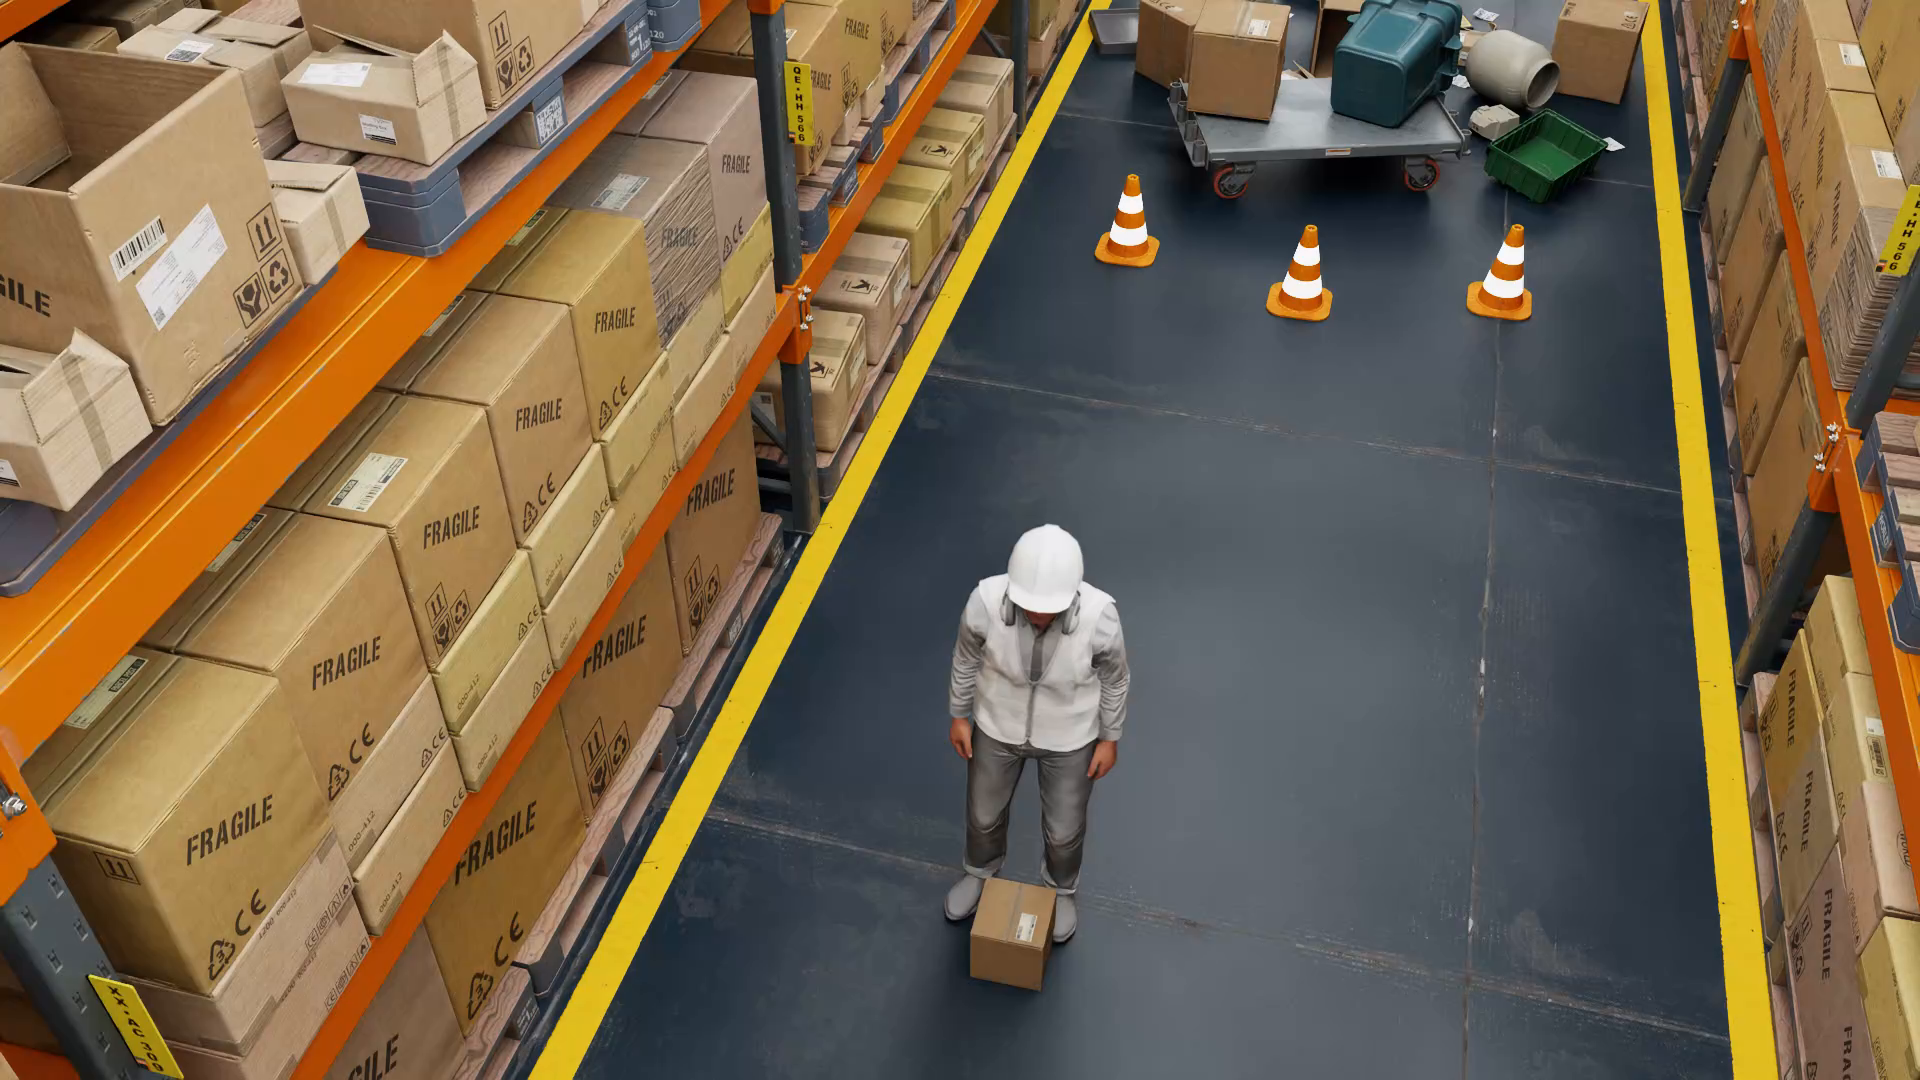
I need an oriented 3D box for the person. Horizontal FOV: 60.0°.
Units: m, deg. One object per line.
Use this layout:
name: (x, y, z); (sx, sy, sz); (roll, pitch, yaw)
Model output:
person: (0.241, 0.612, 5.428); (0.567, 1.770, 0.466); (8, 41, 10)
